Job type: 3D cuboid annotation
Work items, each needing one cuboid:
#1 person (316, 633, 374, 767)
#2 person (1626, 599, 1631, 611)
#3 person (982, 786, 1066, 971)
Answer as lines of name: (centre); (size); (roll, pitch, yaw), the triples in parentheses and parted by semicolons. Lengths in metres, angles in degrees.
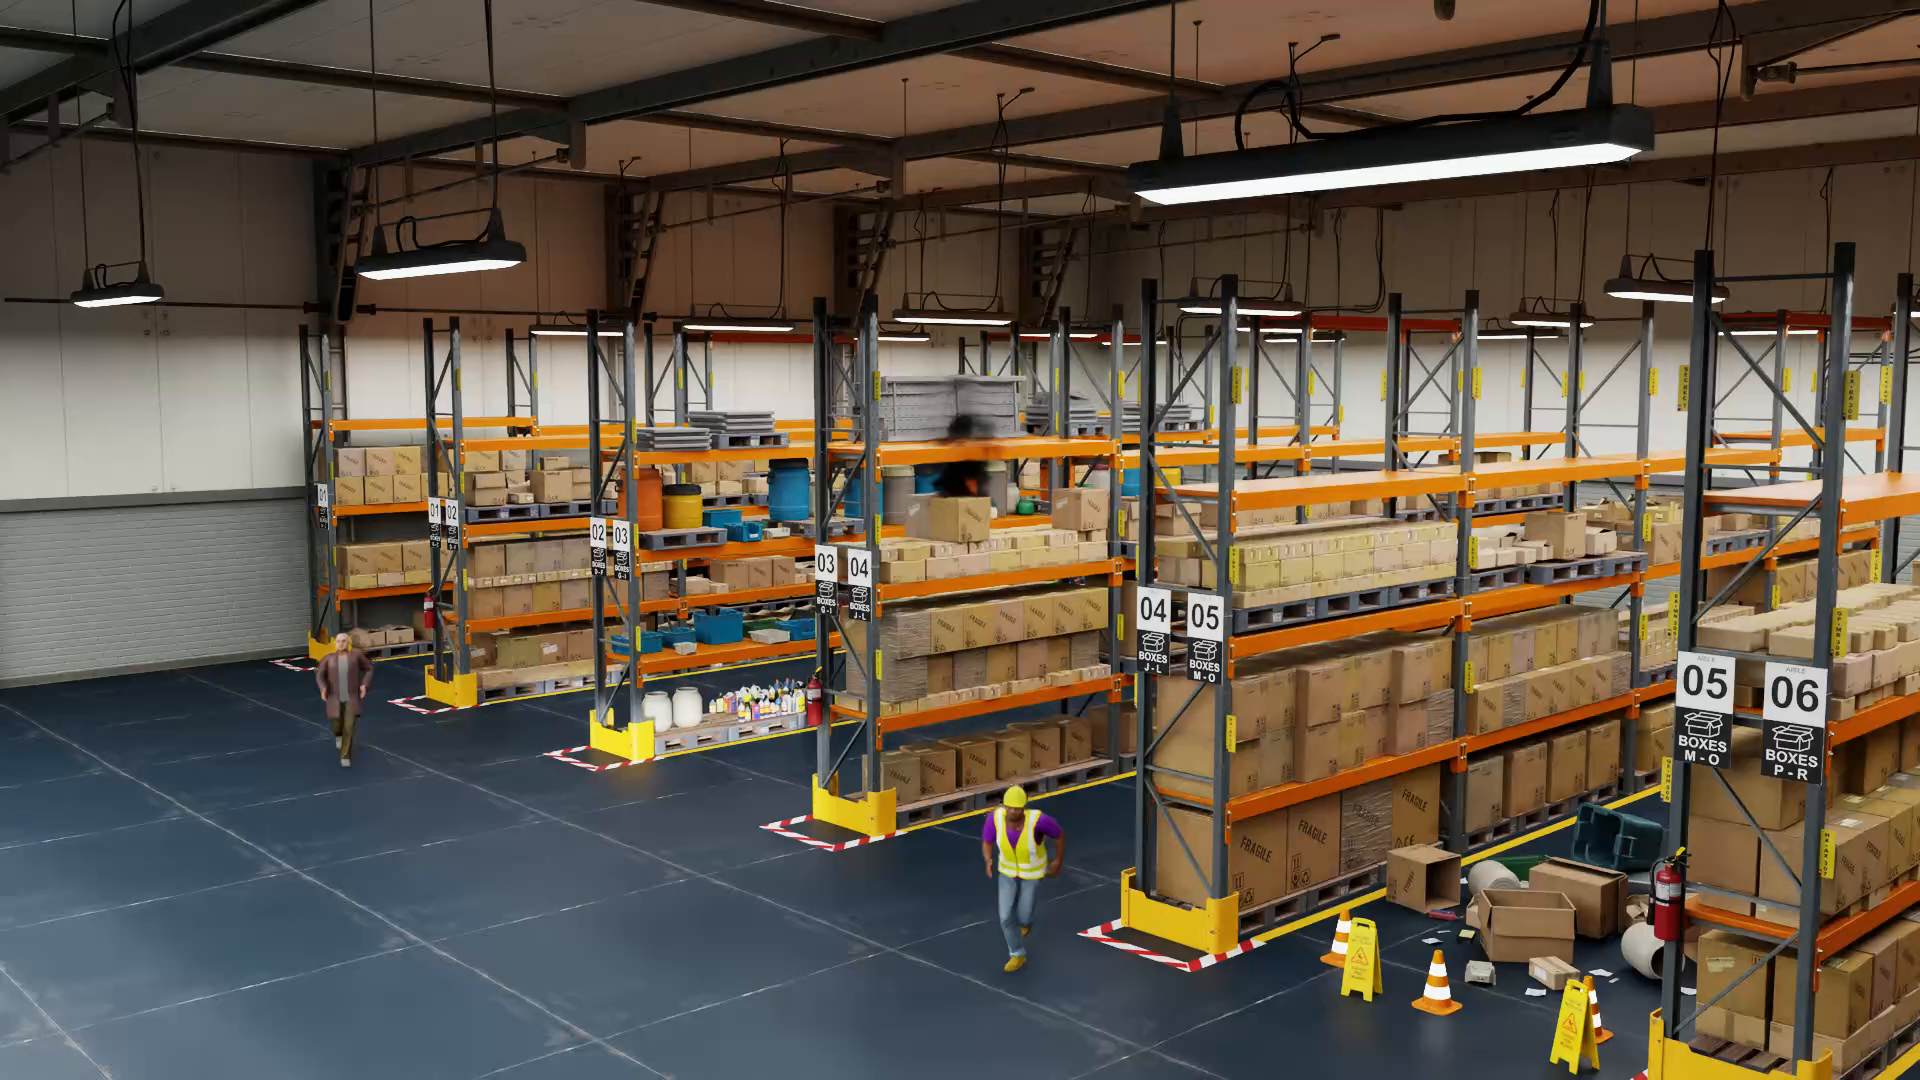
person: (-8.122, 2.096, 21.976); (0.726, 1.737, 0.825); (-2, 6, -17)
person: (10.176, 1.760, 25.020); (0.843, 1.792, 0.714); (-5, 8, -43)
person: (0.548, 2.905, 14.412); (0.718, 1.667, 0.809); (2, 6, 17)
